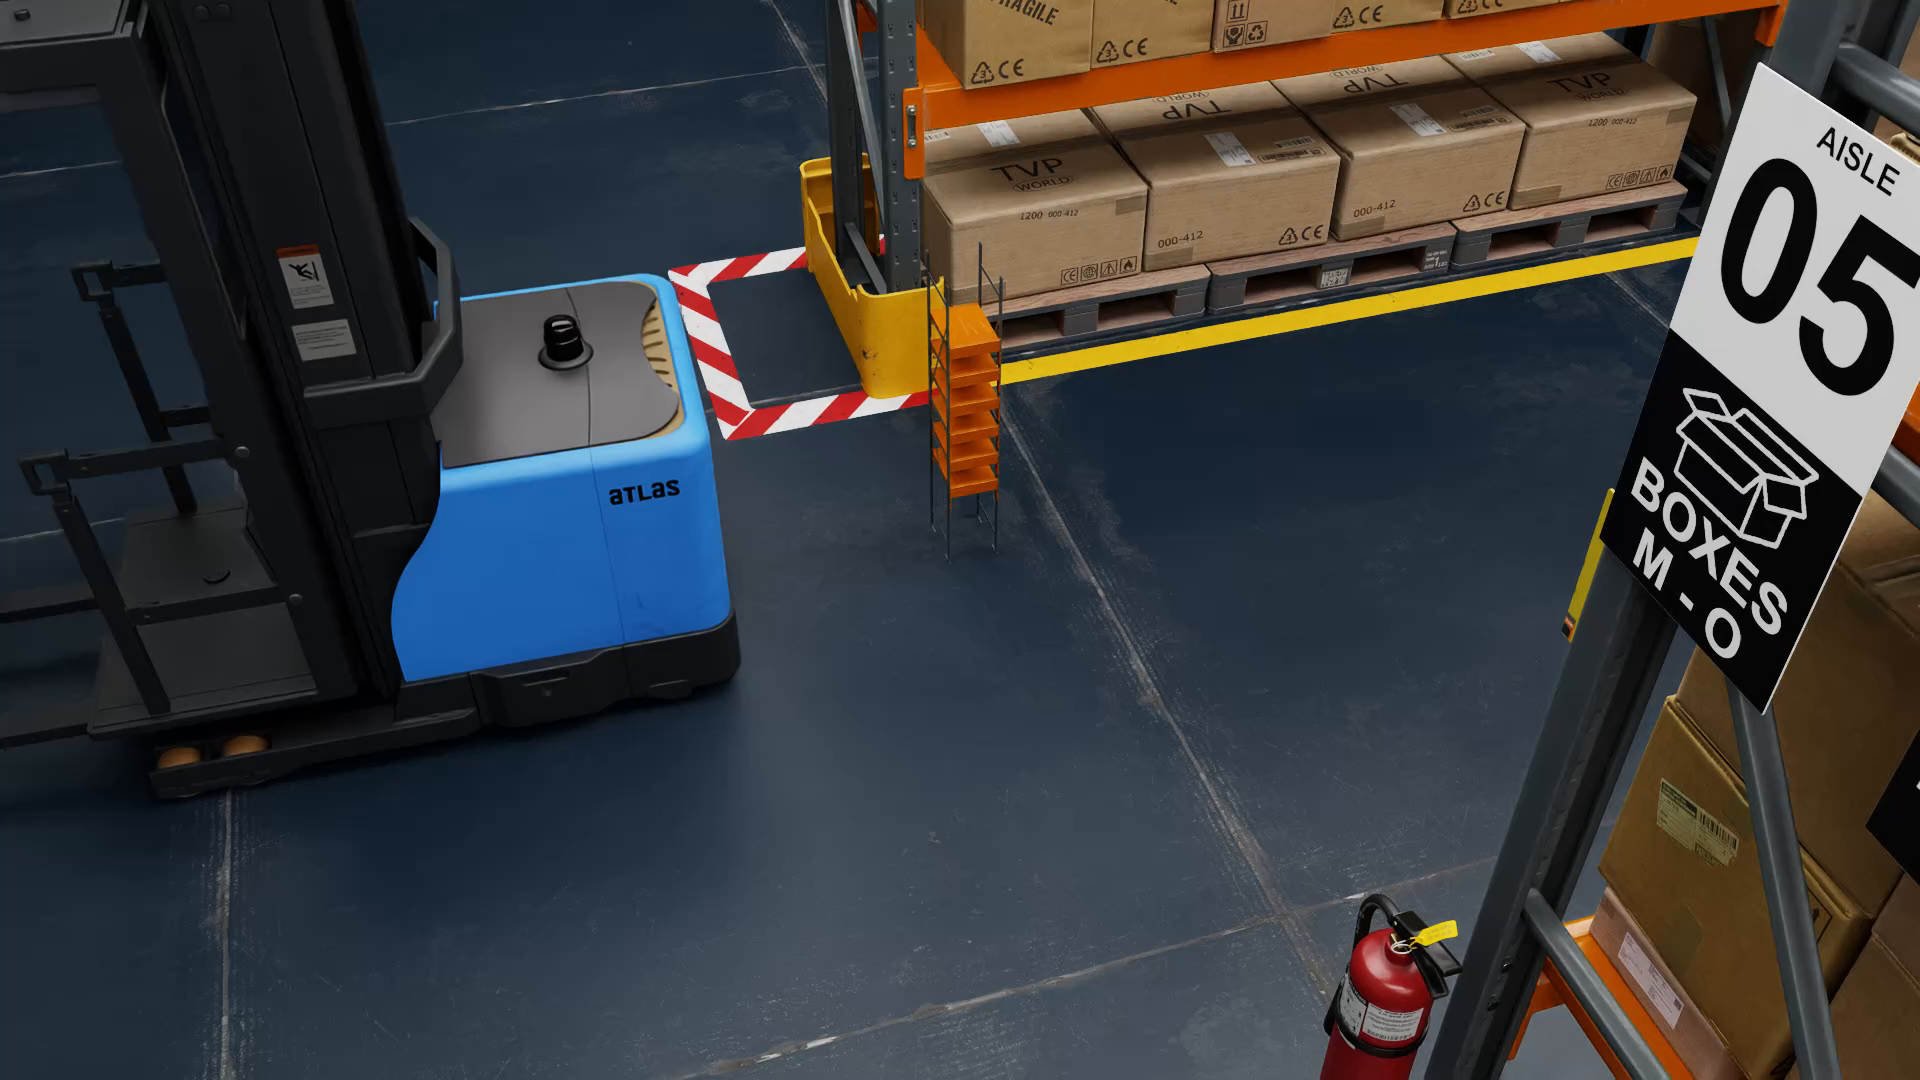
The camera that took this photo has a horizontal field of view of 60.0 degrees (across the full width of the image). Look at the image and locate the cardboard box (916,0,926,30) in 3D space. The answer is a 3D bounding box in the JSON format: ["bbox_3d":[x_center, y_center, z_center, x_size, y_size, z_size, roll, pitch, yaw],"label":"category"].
[{"bbox_3d":[0.015,-2.409,6.652,0.500,0.500,0.500,-11,42,-13],"label":"cardboard box"}]

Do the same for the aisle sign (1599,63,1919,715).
[{"bbox_3d":[1.058,-0.177,2.196,0.004,0.787,0.394,-12,42,-13],"label":"aisle sign"}]

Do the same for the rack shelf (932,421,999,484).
[{"bbox_3d":[0.014,-0.331,5.967,0.180,0.103,0.258,-12,42,-13],"label":"rack shelf"}]

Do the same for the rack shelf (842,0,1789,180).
[{"bbox_3d":[1.542,-2.235,7.075,4.000,0.370,1.077,-12,42,-13],"label":"rack shelf"}]

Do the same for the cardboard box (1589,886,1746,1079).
[{"bbox_3d":[1.444,0.829,3.212,0.250,0.149,0.380,-12,42,-13],"label":"cardboard box"}]

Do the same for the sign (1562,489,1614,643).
[{"bbox_3d":[1.071,0.069,2.771,0.005,0.325,0.100,-12,42,-13],"label":"sign"}]

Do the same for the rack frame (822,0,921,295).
[{"bbox_3d":[-0.365,-2.110,6.385,0.127,3.000,1.000,-12,42,-13],"label":"rack frame"}]

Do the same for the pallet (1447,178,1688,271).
[{"bbox_3d":[2.701,-1.749,8.092,1.213,0.211,1.003,-12,42,-13],"label":"pallet"}]

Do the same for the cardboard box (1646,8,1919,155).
[{"bbox_3d":[4.017,-2.431,8.049,0.875,0.875,0.875,-10,42,-12],"label":"cardboard box"}]

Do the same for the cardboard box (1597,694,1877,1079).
[{"bbox_3d":[1.569,0.576,3.008,0.500,0.500,0.500,-11,42,-12],"label":"cardboard box"}]

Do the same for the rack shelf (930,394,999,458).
[{"bbox_3d":[0.014,-0.421,5.888,0.180,0.103,0.258,-12,42,-13],"label":"rack shelf"}]

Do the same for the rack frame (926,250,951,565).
[{"bbox_3d":[-0.073,-0.437,5.838,0.006,1.200,0.240,-12,42,-13],"label":"rack frame"}]

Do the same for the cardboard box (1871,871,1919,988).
[{"bbox_3d":[1.726,0.528,2.304,0.500,0.500,0.500,-12,43,-13],"label":"cardboard box"}]

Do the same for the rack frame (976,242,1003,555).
[{"bbox_3d":[0.101,-0.473,5.879,0.006,1.200,0.240,-12,42,-13],"label":"rack frame"}]

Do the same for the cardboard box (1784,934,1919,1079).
[{"bbox_3d":[1.729,0.911,2.625,0.500,0.500,0.500,-10,42,-11],"label":"cardboard box"}]

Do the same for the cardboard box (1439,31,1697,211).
[{"bbox_3d":[2.819,-2.037,7.930,0.875,0.438,0.875,-12,43,-14],"label":"cardboard box"}]

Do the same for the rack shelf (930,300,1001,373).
[{"bbox_3d":[0.014,-0.692,5.651,0.180,0.103,0.258,-12,42,-13],"label":"rack shelf"}]

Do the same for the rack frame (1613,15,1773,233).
[{"bbox_3d":[3.450,-2.901,7.290,0.127,3.000,1.000,-12,42,-13],"label":"rack frame"}]

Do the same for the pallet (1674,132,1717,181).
[{"bbox_3d":[4.163,-2.050,8.436,1.213,0.211,1.003,-12,42,-13],"label":"pallet"}]

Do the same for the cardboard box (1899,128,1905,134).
[{"bbox_3d":[4.877,-2.615,8.259,0.875,0.875,0.875,-11,42,-12],"label":"cardboard box"}]

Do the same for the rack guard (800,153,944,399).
[{"bbox_3d":[-0.388,-1.164,7.202,0.348,0.500,1.175,-12,42,-13],"label":"rack guard"}]

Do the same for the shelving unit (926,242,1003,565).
[{"bbox_3d":[0.014,-0.455,5.859,0.189,1.200,0.258,-12,42,-13],"label":"shelving unit"}]

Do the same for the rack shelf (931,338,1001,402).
[{"bbox_3d":[0.014,-0.602,5.730,0.180,0.103,0.258,-12,42,-13],"label":"rack shelf"}]

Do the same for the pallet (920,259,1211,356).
[{"bbox_3d":[0.374,-1.267,7.540,1.213,0.211,1.003,-12,42,-13],"label":"pallet"}]

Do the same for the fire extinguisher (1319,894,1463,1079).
[{"bbox_3d":[0.839,0.906,3.275,0.183,0.674,0.296,-12,42,-13],"label":"fire extinguisher"}]

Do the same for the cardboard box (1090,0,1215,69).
[{"bbox_3d":[0.653,-2.180,6.389,0.500,0.500,0.500,-12,43,-14],"label":"cardboard box"}]

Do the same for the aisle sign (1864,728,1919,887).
[{"bbox_3d":[1.239,0.200,1.765,0.004,0.787,0.394,-12,42,-13],"label":"aisle sign"}]

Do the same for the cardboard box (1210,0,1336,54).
[{"bbox_3d":[1.144,-2.269,6.492,0.500,0.500,0.500,-12,43,-13],"label":"cardboard box"}]

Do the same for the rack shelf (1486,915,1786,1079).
[{"bbox_3d":[3.126,0.852,3.542,4.000,0.370,1.077,-12,42,-13],"label":"rack shelf"}]

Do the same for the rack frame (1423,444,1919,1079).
[{"bbox_3d":[1.218,0.976,2.853,0.127,3.000,1.000,-12,42,-13],"label":"rack frame"}]

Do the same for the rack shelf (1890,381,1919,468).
[{"bbox_3d":[3.126,-0.278,2.555,4.000,0.370,1.077,-12,42,-13],"label":"rack shelf"}]

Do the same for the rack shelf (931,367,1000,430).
[{"bbox_3d":[0.014,-0.512,5.809,0.180,0.103,0.258,-12,42,-13],"label":"rack shelf"}]

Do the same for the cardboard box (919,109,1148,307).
[{"bbox_3d":[0.234,-1.497,7.311,0.875,0.438,0.875,-13,43,-15],"label":"cardboard box"}]

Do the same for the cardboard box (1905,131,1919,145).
[{"bbox_3d":[1.581,-0.536,2.038,0.500,0.250,0.500,-13,43,-14],"label":"cardboard box"}]

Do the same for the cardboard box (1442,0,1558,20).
[{"bbox_3d":[2.120,-2.473,6.724,0.500,0.500,0.500,-12,43,-14],"label":"cardboard box"}]

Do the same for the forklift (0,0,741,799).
[{"bbox_3d":[-2.322,-0.669,4.788,3.031,2.935,1.130,-10,42,-11],"label":"forklift"}]

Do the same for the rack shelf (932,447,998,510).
[{"bbox_3d":[0.014,-0.241,6.046,0.180,0.103,0.258,-12,42,-13],"label":"rack shelf"}]

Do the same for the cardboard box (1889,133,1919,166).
[{"bbox_3d":[1.573,-0.353,2.208,0.500,0.250,0.500,-13,43,-14],"label":"cardboard box"}]

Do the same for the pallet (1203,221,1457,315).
[{"bbox_3d":[1.536,-1.506,7.813,1.213,0.211,1.003,-12,42,-13],"label":"pallet"}]

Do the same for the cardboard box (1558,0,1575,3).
[{"bbox_3d":[2.595,-2.581,6.849,0.500,0.500,0.500,-13,43,-14],"label":"cardboard box"}]

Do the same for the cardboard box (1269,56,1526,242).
[{"bbox_3d":[1.965,-1.860,7.727,0.875,0.438,0.875,-13,43,-14],"label":"cardboard box"}]

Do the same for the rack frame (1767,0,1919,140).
[{"bbox_3d":[1.218,-1.283,0.879,0.127,3.000,1.000,-12,42,-13],"label":"rack frame"}]

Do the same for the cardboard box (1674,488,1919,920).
[{"bbox_3d":[1.580,0.203,2.675,0.500,0.500,0.500,-13,43,-14],"label":"cardboard box"}]

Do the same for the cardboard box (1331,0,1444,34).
[{"bbox_3d":[1.616,-2.379,6.617,0.500,0.500,0.500,-10,42,-12],"label":"cardboard box"}]

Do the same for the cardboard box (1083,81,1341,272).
[{"bbox_3d":[1.105,-1.683,7.524,0.875,0.438,0.875,-11,42,-12],"label":"cardboard box"}]

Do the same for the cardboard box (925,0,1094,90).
[{"bbox_3d":[0.179,-2.063,6.255,0.500,0.500,0.500,-12,43,-13],"label":"cardboard box"}]
